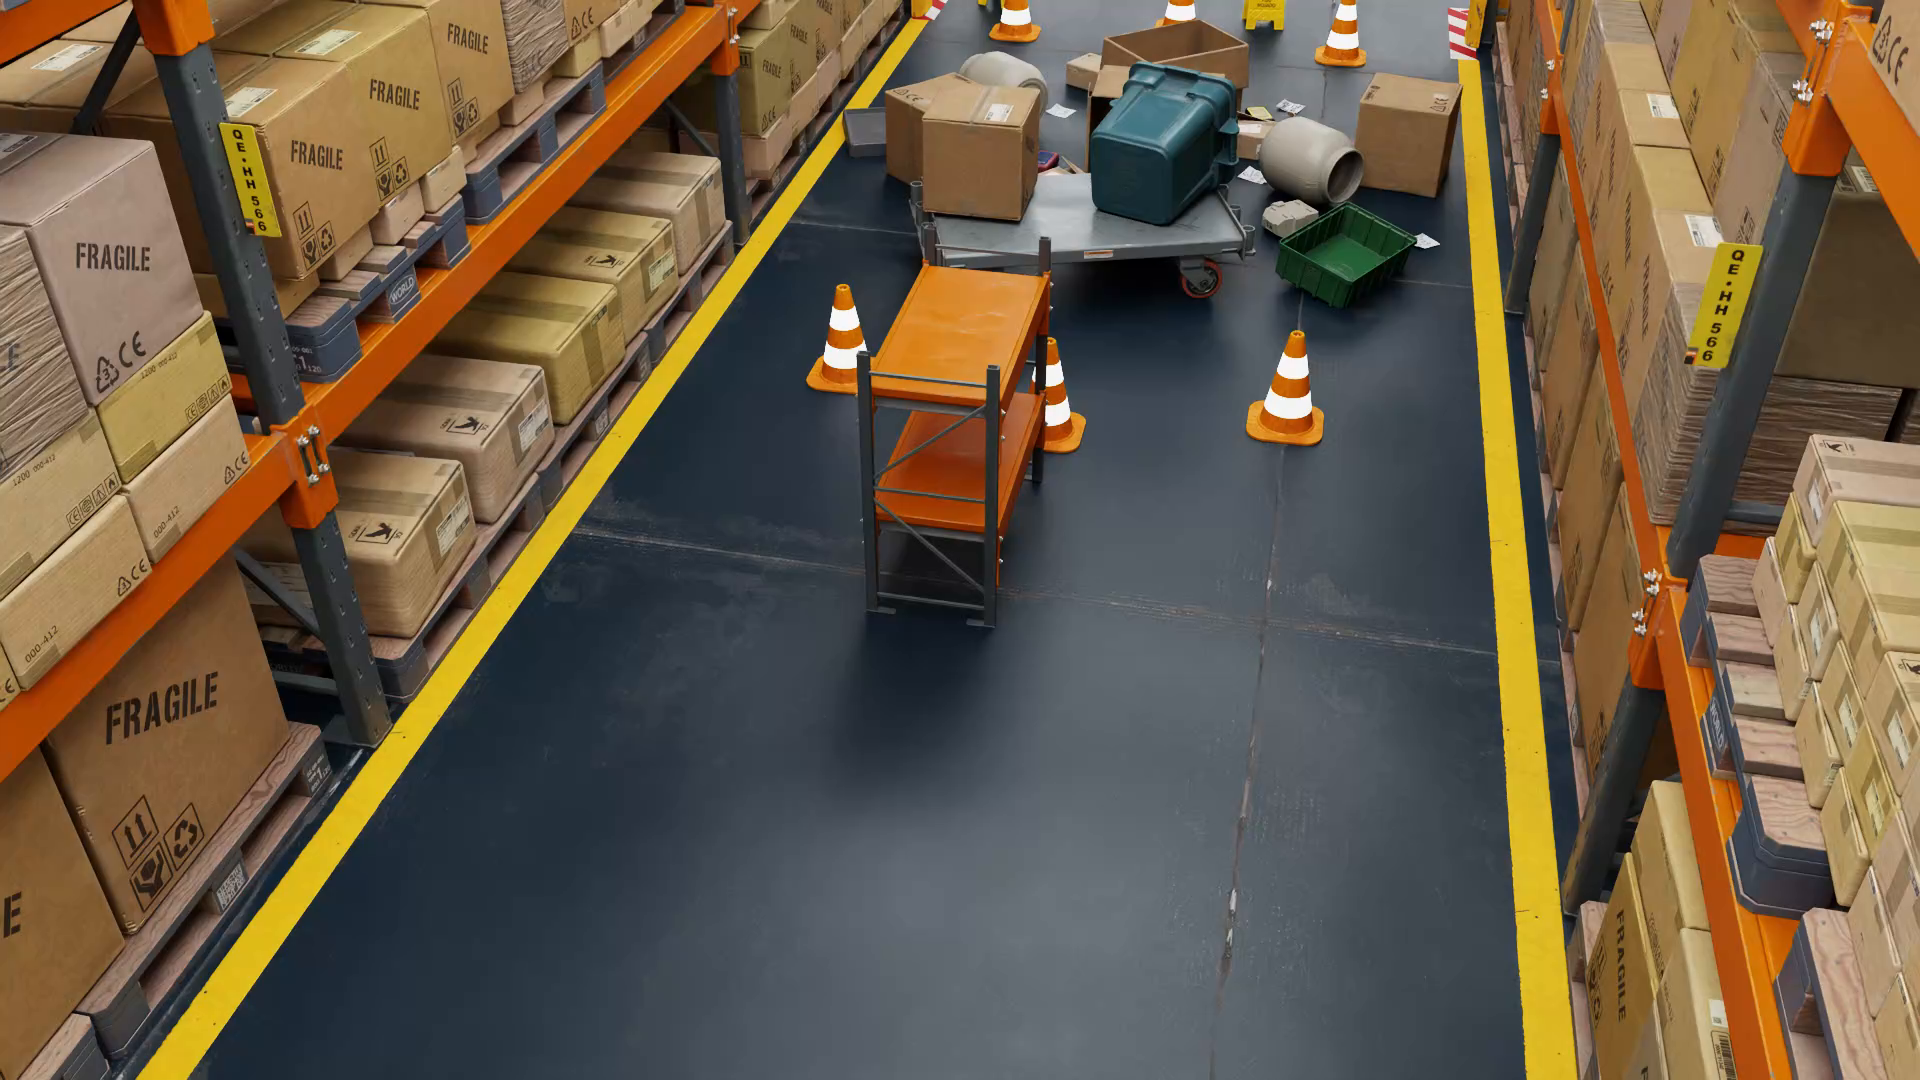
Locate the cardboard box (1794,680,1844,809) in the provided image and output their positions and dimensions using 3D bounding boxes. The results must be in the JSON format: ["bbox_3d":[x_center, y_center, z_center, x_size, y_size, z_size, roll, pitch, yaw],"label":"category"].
[{"bbox_3d":[1.959,0.450,3.430,0.380,0.149,0.250,9,37,12],"label":"cardboard box"}]

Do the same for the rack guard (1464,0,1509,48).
[{"bbox_3d":[4.081,-3.610,11.304,1.175,0.500,0.348,7,37,10],"label":"rack guard"}]

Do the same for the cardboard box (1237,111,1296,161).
[{"bbox_3d":[1.789,-2.424,9.868,0.396,0.266,0.258,14,38,18],"label":"cardboard box"}]

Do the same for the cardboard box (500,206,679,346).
[{"bbox_3d":[-1.896,-1.270,7.827,0.950,0.372,0.625,10,37,13],"label":"cardboard box"}]

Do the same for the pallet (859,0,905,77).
[{"bbox_3d":[-1.006,-3.537,11.450,1.003,0.211,1.213,7,37,10],"label":"pallet"}]

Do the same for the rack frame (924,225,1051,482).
[{"bbox_3d":[0.107,-0.743,6.817,0.500,1.125,0.032,7,37,10],"label":"rack frame"}]

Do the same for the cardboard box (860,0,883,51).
[{"bbox_3d":[-0.810,-3.434,10.917,0.500,0.250,0.500,7,37,10],"label":"cardboard box"}]

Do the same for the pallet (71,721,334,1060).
[{"bbox_3d":[-2.733,0.987,5.208,1.003,0.211,1.213,7,37,10],"label":"pallet"}]

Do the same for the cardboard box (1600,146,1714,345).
[{"bbox_3d":[2.415,-0.926,5.387,0.500,0.500,0.500,7,36,9],"label":"cardboard box"}]

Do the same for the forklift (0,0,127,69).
[{"bbox_3d":[-4.199,-2.517,7.725,1.130,2.935,3.031,7,37,10],"label":"forklift"}]

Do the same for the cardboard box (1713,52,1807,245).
[{"bbox_3d":[2.579,-1.013,4.655,0.700,0.500,0.500,7,36,9],"label":"cardboard box"}]

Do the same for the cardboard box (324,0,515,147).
[{"bbox_3d":[-1.957,-1.749,5.911,0.500,0.500,0.500,8,37,11],"label":"cardboard box"}]

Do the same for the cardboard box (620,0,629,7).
[{"bbox_3d":[-1.615,-2.630,7.127,0.500,0.500,0.500,8,37,10],"label":"cardboard box"}]

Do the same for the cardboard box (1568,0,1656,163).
[{"bbox_3d":[2.739,-1.798,6.590,0.500,0.500,0.500,8,37,10],"label":"cardboard box"}]

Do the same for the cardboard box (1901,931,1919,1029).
[{"bbox_3d":[1.794,0.780,2.720,0.380,0.149,0.250,7,37,10],"label":"cardboard box"}]

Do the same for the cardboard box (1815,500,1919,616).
[{"bbox_3d":[2.024,0.064,3.455,0.380,0.149,0.250,6,36,9],"label":"cardboard box"}]

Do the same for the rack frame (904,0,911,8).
[{"bbox_3d":[-0.782,-5.171,11.328,1.000,3.000,0.127,7,37,10],"label":"rack frame"}]

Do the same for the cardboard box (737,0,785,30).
[{"bbox_3d":[-1.161,-2.869,8.946,0.380,0.149,0.250,8,37,11],"label":"cardboard box"}]

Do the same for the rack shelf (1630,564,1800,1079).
[{"bbox_3d":[1.940,1.416,2.853,1.077,0.370,4.000,7,37,10],"label":"rack shelf"}]

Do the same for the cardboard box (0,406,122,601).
[{"bbox_3d":[-2.452,-0.122,4.064,0.500,0.250,0.500,6,36,9],"label":"cardboard box"}]

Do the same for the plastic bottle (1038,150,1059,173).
[{"bbox_3d":[0.471,-2.192,9.723,0.133,0.061,0.283,14,38,18],"label":"plastic bottle"}]

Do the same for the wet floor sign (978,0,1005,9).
[{"bbox_3d":[0.304,-4.192,11.984,0.267,0.644,0.232,20,41,26],"label":"wet floor sign"}]

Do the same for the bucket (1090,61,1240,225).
[{"bbox_3d":[0.998,-1.972,8.409,0.726,0.611,0.620,20,51,26],"label":"bucket"}]

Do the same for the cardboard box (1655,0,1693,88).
[{"bbox_3d":[2.905,-1.890,5.864,0.700,0.500,0.500,8,37,10],"label":"cardboard box"}]

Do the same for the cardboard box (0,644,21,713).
[{"bbox_3d":[-2.562,0.381,3.797,0.500,0.250,0.500,7,37,9],"label":"cardboard box"}]

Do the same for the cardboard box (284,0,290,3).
[{"bbox_3d":[-2.459,-1.798,5.978,0.500,0.500,0.500,5,36,7],"label":"cardboard box"}]

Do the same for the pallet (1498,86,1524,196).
[{"bbox_3d":[3.718,-2.313,9.762,1.003,0.211,1.213,7,37,10],"label":"pallet"}]

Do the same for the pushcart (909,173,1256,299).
[{"bbox_3d":[0.602,-1.558,8.579,1.648,0.377,0.936,-5,36,-6],"label":"pushcart"}]

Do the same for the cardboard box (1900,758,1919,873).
[{"bbox_3d":[1.854,0.511,2.838,0.380,0.149,0.250,9,37,12],"label":"cardboard box"}]

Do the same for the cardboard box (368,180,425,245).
[{"bbox_3d":[-2.043,-1.124,5.602,0.380,0.149,0.250,5,36,7],"label":"cardboard box"}]

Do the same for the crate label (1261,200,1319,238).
[{"bbox_3d":[1.799,-1.740,9.034,0.298,0.136,0.250,-17,39,-22],"label":"crate label"}]

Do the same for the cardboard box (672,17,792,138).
[{"bbox_3d":[-1.246,-2.542,9.048,0.500,0.500,0.500,9,37,12],"label":"cardboard box"}]

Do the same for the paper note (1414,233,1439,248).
[{"bbox_3d":[2.480,-1.612,8.947,0.147,0.020,0.142,-17,39,-22],"label":"paper note"}]

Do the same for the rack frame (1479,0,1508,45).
[{"bbox_3d":[4.075,-4.608,10.552,1.000,3.000,0.127,7,37,10],"label":"rack frame"}]

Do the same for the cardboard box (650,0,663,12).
[{"bbox_3d":[-1.550,-2.467,7.454,0.380,0.149,0.250,6,36,9],"label":"cardboard box"}]

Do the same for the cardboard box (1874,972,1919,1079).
[{"bbox_3d":[1.793,0.902,2.806,0.380,0.149,0.250,8,37,11],"label":"cardboard box"}]

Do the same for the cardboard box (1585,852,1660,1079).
[{"bbox_3d":[1.966,1.194,4.319,0.500,0.500,0.500,6,36,8],"label":"cardboard box"}]

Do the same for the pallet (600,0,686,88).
[{"bbox_3d":[-1.942,-2.380,7.641,1.003,0.211,1.213,7,37,10],"label":"pallet"}]

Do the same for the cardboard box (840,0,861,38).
[{"bbox_3d":[-0.921,-3.451,10.301,0.500,0.500,0.500,6,36,9],"label":"cardboard box"}]

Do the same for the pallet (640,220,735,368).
[{"bbox_3d":[-1.801,-1.302,8.366,1.003,0.211,1.213,7,37,10],"label":"pallet"}]

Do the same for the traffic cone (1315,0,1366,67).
[{"bbox_3d":[2.575,-3.454,11.122,0.336,0.463,0.334,7,37,10],"label":"traffic cone"}]

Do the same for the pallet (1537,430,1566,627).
[{"bbox_3d":[2.871,-0.032,6.615,1.003,0.211,1.213,7,37,10],"label":"pallet"}]

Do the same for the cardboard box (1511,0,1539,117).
[{"bbox_3d":[3.809,-3.016,9.808,0.875,0.875,0.875,7,36,9],"label":"cardboard box"}]

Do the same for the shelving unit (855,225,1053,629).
[{"bbox_3d":[-0.001,-0.452,6.415,0.538,1.125,1.048,7,37,10],"label":"shelving unit"}]

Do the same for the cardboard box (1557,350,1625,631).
[{"bbox_3d":[2.768,-0.120,5.919,1.050,0.750,0.750,8,37,11],"label":"cardboard box"}]

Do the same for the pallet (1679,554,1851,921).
[{"bbox_3d":[2.319,0.478,3.698,1.213,0.211,1.003,7,37,10],"label":"pallet"}]

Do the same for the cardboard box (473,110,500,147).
[{"bbox_3d":[-1.967,-1.594,6.250,0.380,0.149,0.250,9,37,12],"label":"cardboard box"}]

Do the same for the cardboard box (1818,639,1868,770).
[{"bbox_3d":[1.958,0.351,3.313,0.380,0.149,0.250,6,36,9],"label":"cardboard box"}]

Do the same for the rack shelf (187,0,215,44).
[{"bbox_3d":[-2.063,-2.654,5.913,1.077,0.370,4.000,7,37,10],"label":"rack shelf"}]

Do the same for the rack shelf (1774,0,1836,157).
[{"bbox_3d":[2.794,-2.091,5.137,1.077,0.370,4.000,7,37,10],"label":"rack shelf"}]

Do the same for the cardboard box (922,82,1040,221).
[{"bbox_3d":[0.109,-1.966,8.391,0.500,0.500,0.500,7,37,10],"label":"cardboard box"}]

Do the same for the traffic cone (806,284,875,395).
[{"bbox_3d":[-0.533,-0.964,7.685,0.336,0.463,0.334,7,37,10],"label":"traffic cone"}]

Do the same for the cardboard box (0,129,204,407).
[{"bbox_3d":[-2.346,-0.700,4.223,0.500,0.500,0.500,6,36,9],"label":"cardboard box"}]

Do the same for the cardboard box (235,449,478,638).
[{"bbox_3d":[-2.360,-0.013,6.093,0.950,0.372,0.625,5,36,7],"label":"cardboard box"}]

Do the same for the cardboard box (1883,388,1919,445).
[{"bbox_3d":[2.726,-0.286,4.503,0.500,0.500,0.500,8,37,10],"label":"cardboard box"}]

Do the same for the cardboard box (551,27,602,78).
[{"bbox_3d":[-1.709,-2.033,6.855,0.380,0.149,0.250,7,37,10],"label":"cardboard box"}]

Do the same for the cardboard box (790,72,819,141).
[{"bbox_3d":[-1.143,-2.546,9.692,0.500,0.250,0.500,9,37,13],"label":"cardboard box"}]

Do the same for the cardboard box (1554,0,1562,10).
[{"bbox_3d":[3.384,-2.907,8.077,0.875,0.550,0.550,7,37,10],"label":"cardboard box"}]
